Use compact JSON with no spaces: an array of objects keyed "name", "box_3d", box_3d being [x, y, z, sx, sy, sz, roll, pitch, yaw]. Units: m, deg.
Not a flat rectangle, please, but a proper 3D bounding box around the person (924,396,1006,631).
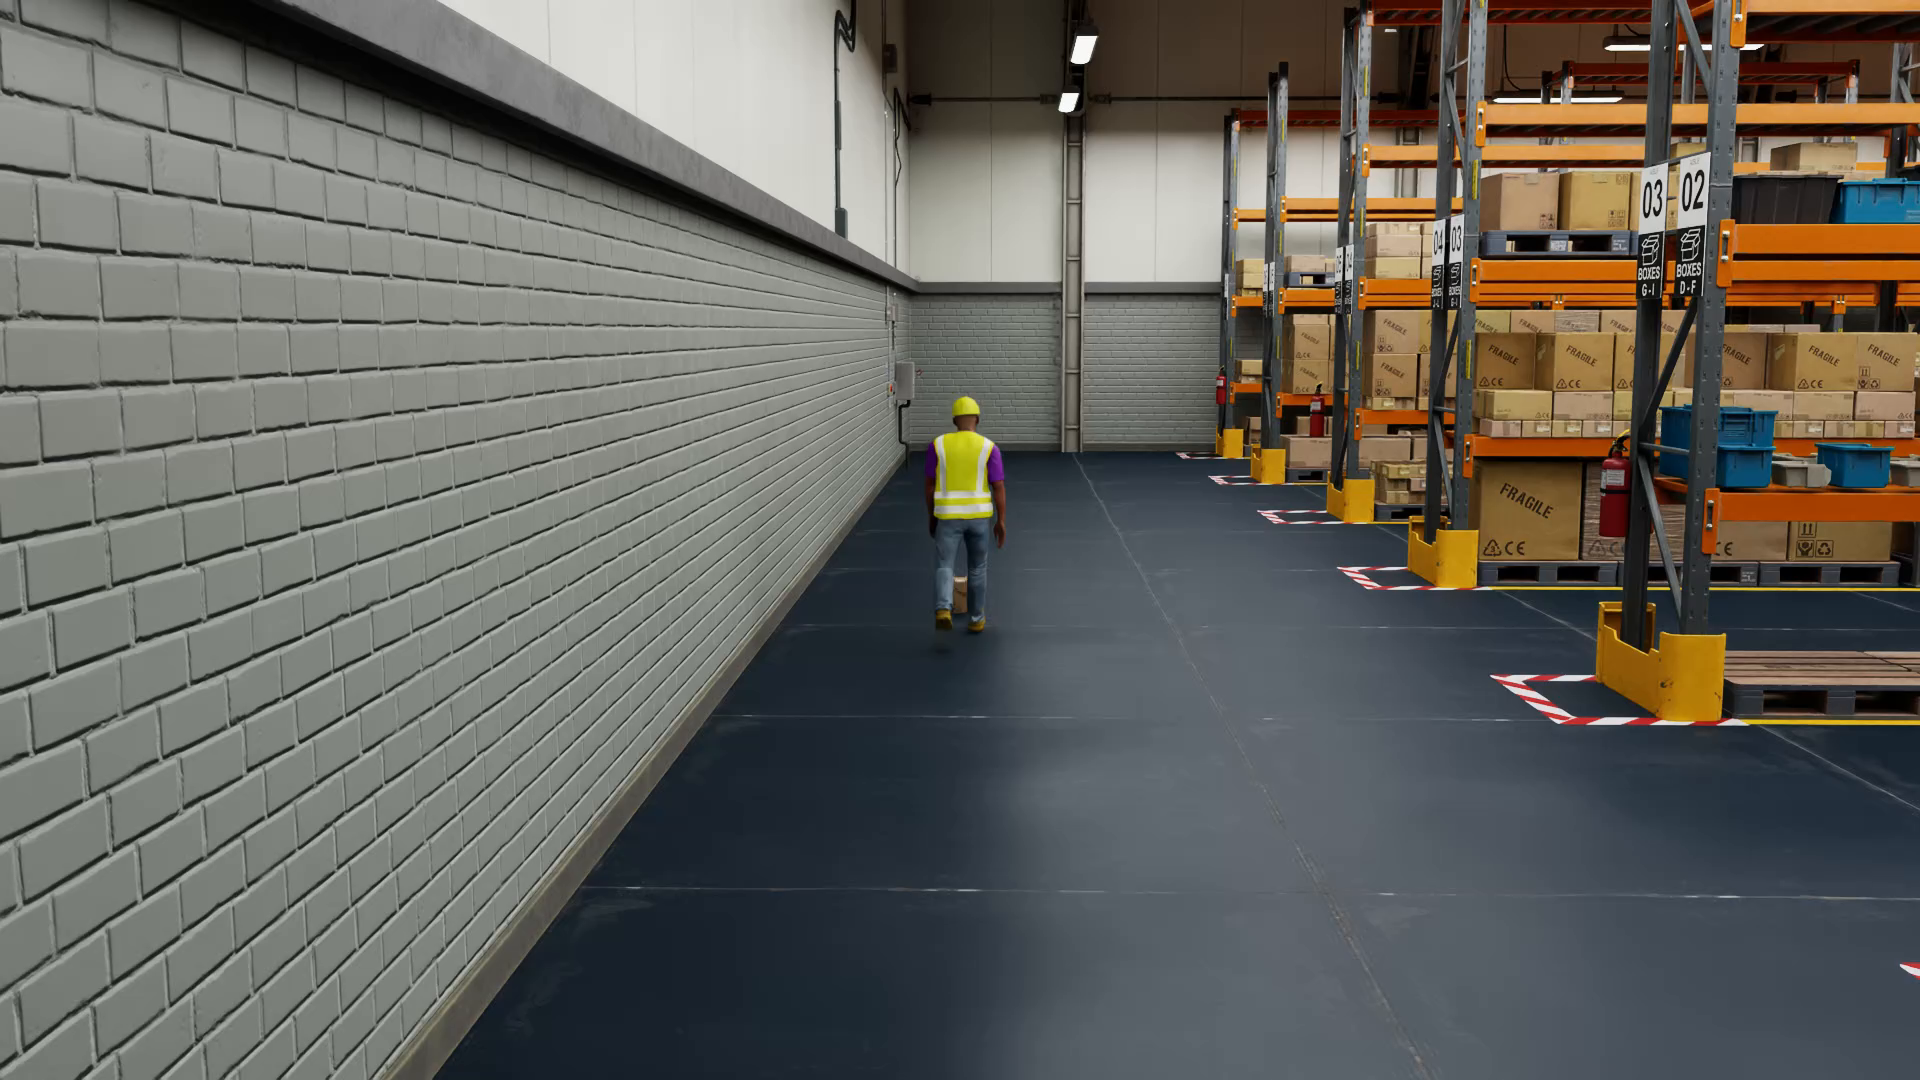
[{"name":"person","box_3d":[0.036,-0.163,12.002,0.589,1.737,0.963,0,7,-1]}]
